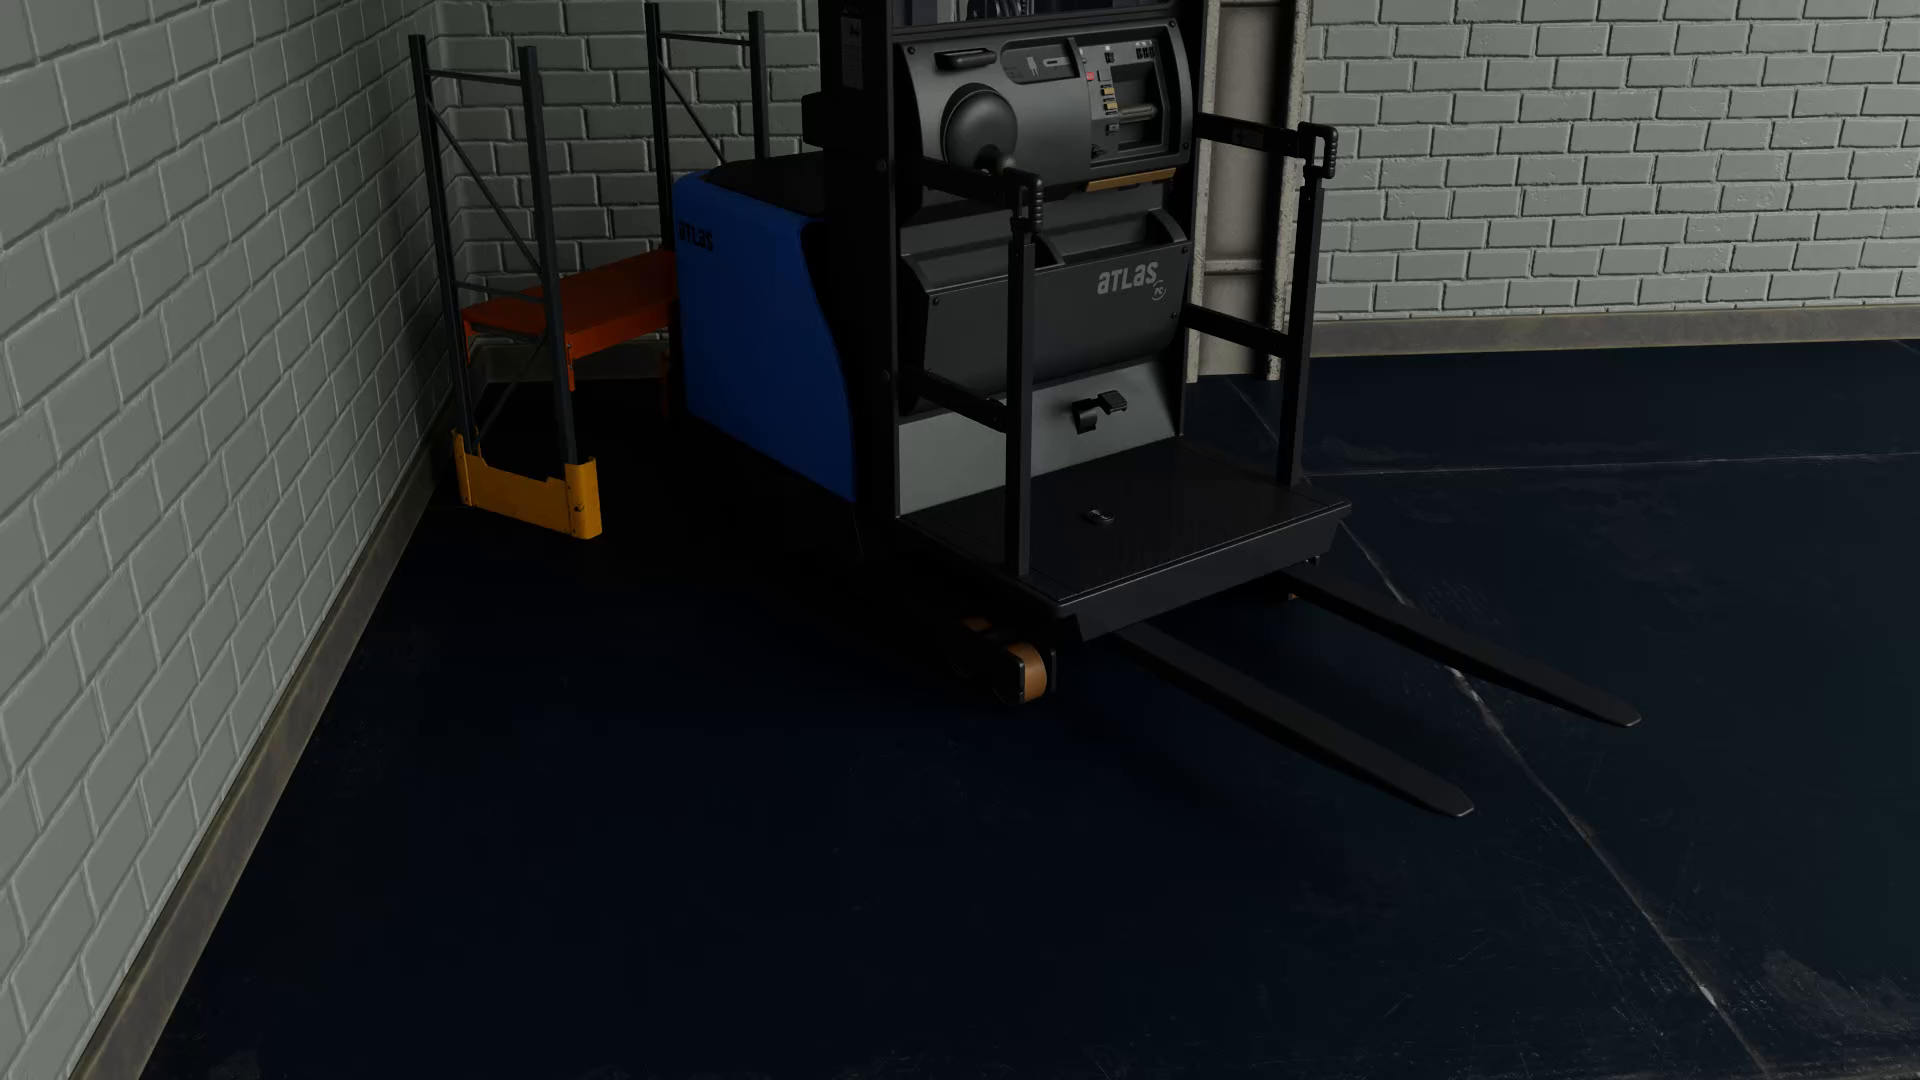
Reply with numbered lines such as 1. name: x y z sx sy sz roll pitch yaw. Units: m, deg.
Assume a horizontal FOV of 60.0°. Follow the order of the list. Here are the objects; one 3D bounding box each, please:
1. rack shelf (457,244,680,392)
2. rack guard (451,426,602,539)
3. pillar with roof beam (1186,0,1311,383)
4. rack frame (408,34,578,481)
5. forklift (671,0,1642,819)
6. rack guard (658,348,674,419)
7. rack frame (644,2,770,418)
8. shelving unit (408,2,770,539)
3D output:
1. rack shelf: -1.139 -0.765 5.568 0.538 0.185 1.000 15 28 30
2. rack guard: -1.403 -0.192 5.373 0.587 0.250 0.087 15 28 30
3. pillar with roof beam: 1.500 -3.073 1.084 0.400 9.000 9.100 -2 24 -5
4. rack frame: -1.413 -0.756 5.104 0.500 1.500 0.032 15 28 30
5. forklift: 0.376 -1.138 4.201 1.130 2.935 3.031 -17 29 -33
6. rack guard: -0.865 -0.532 6.139 0.587 0.250 0.087 15 28 30
7. rack frame: -0.864 -1.104 5.886 0.500 1.500 0.032 15 28 30
8. shelving unit: -1.134 -0.933 5.502 0.587 1.500 1.083 15 28 30
